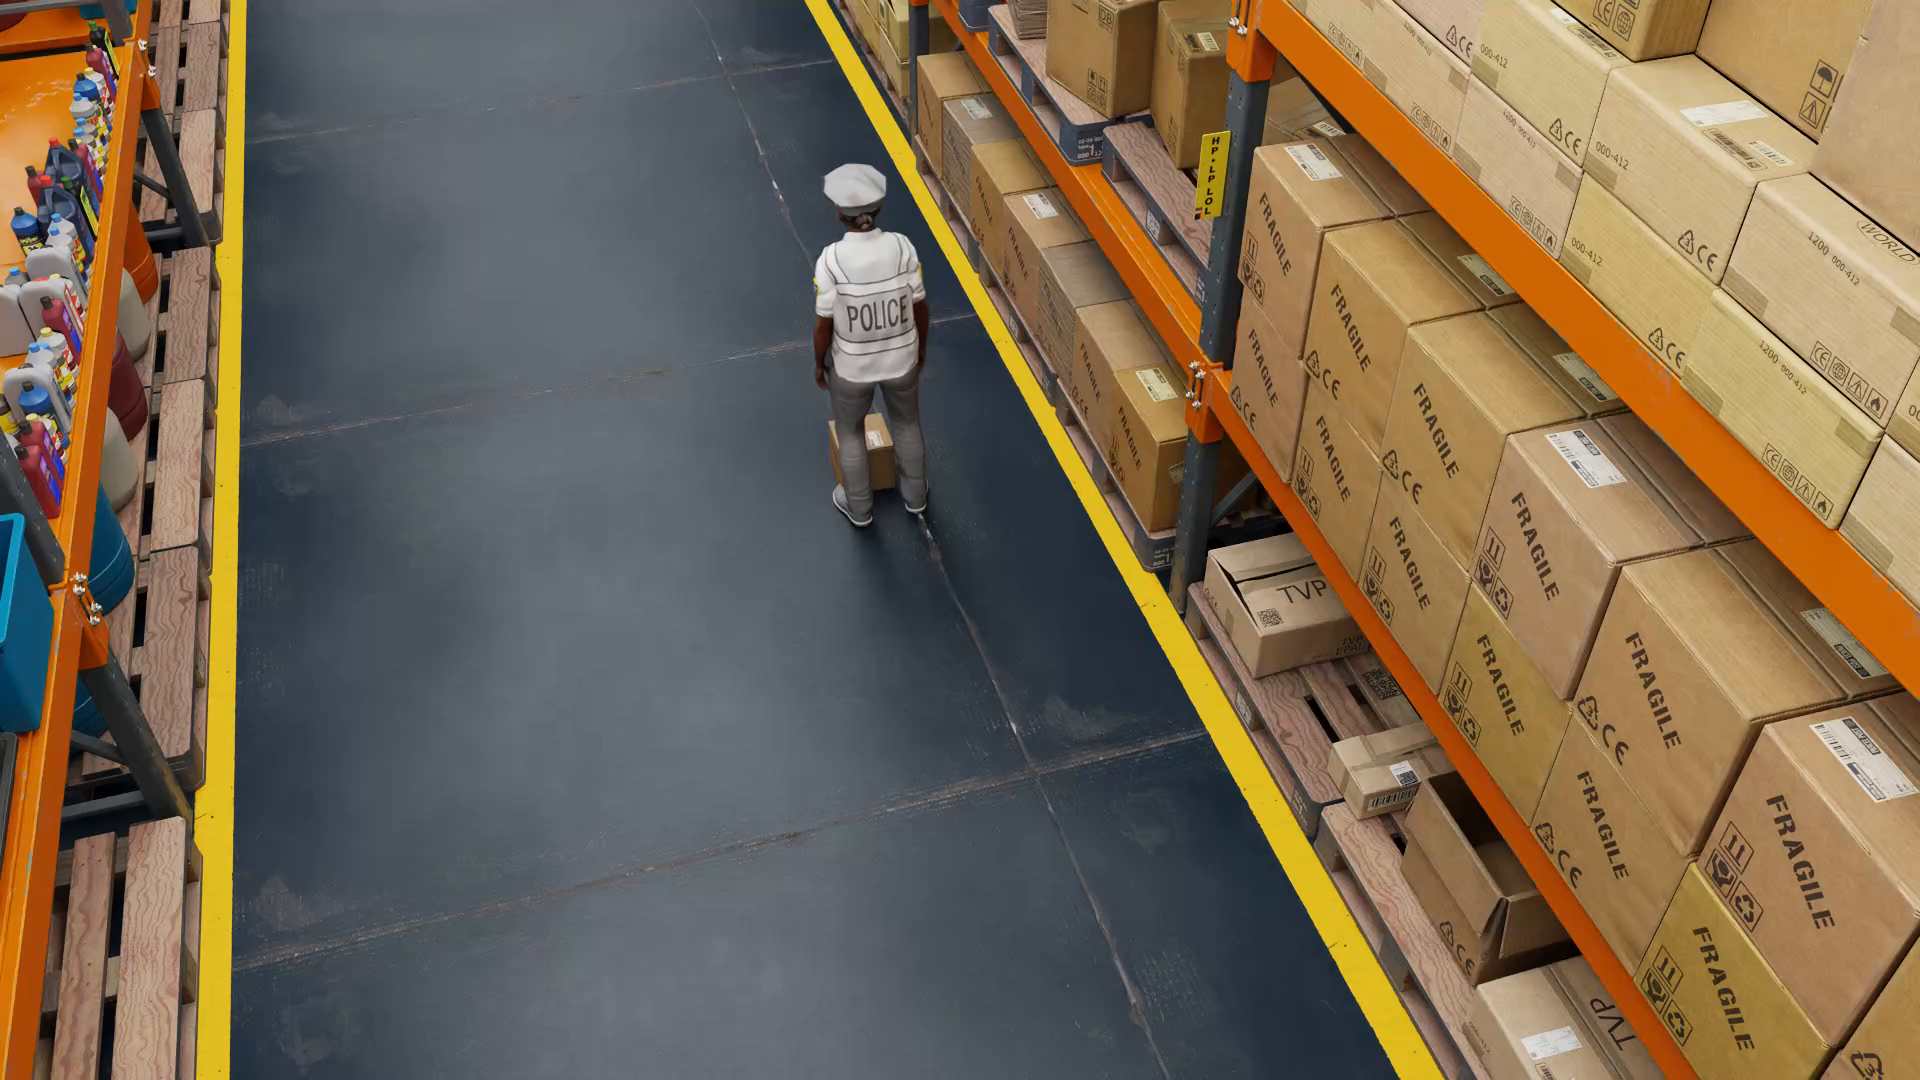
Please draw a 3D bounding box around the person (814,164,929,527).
[{"bbox_3d":[-0.365,-0.764,6.995,0.505,1.659,0.392,-12,44,-12],"label":"person"}]
